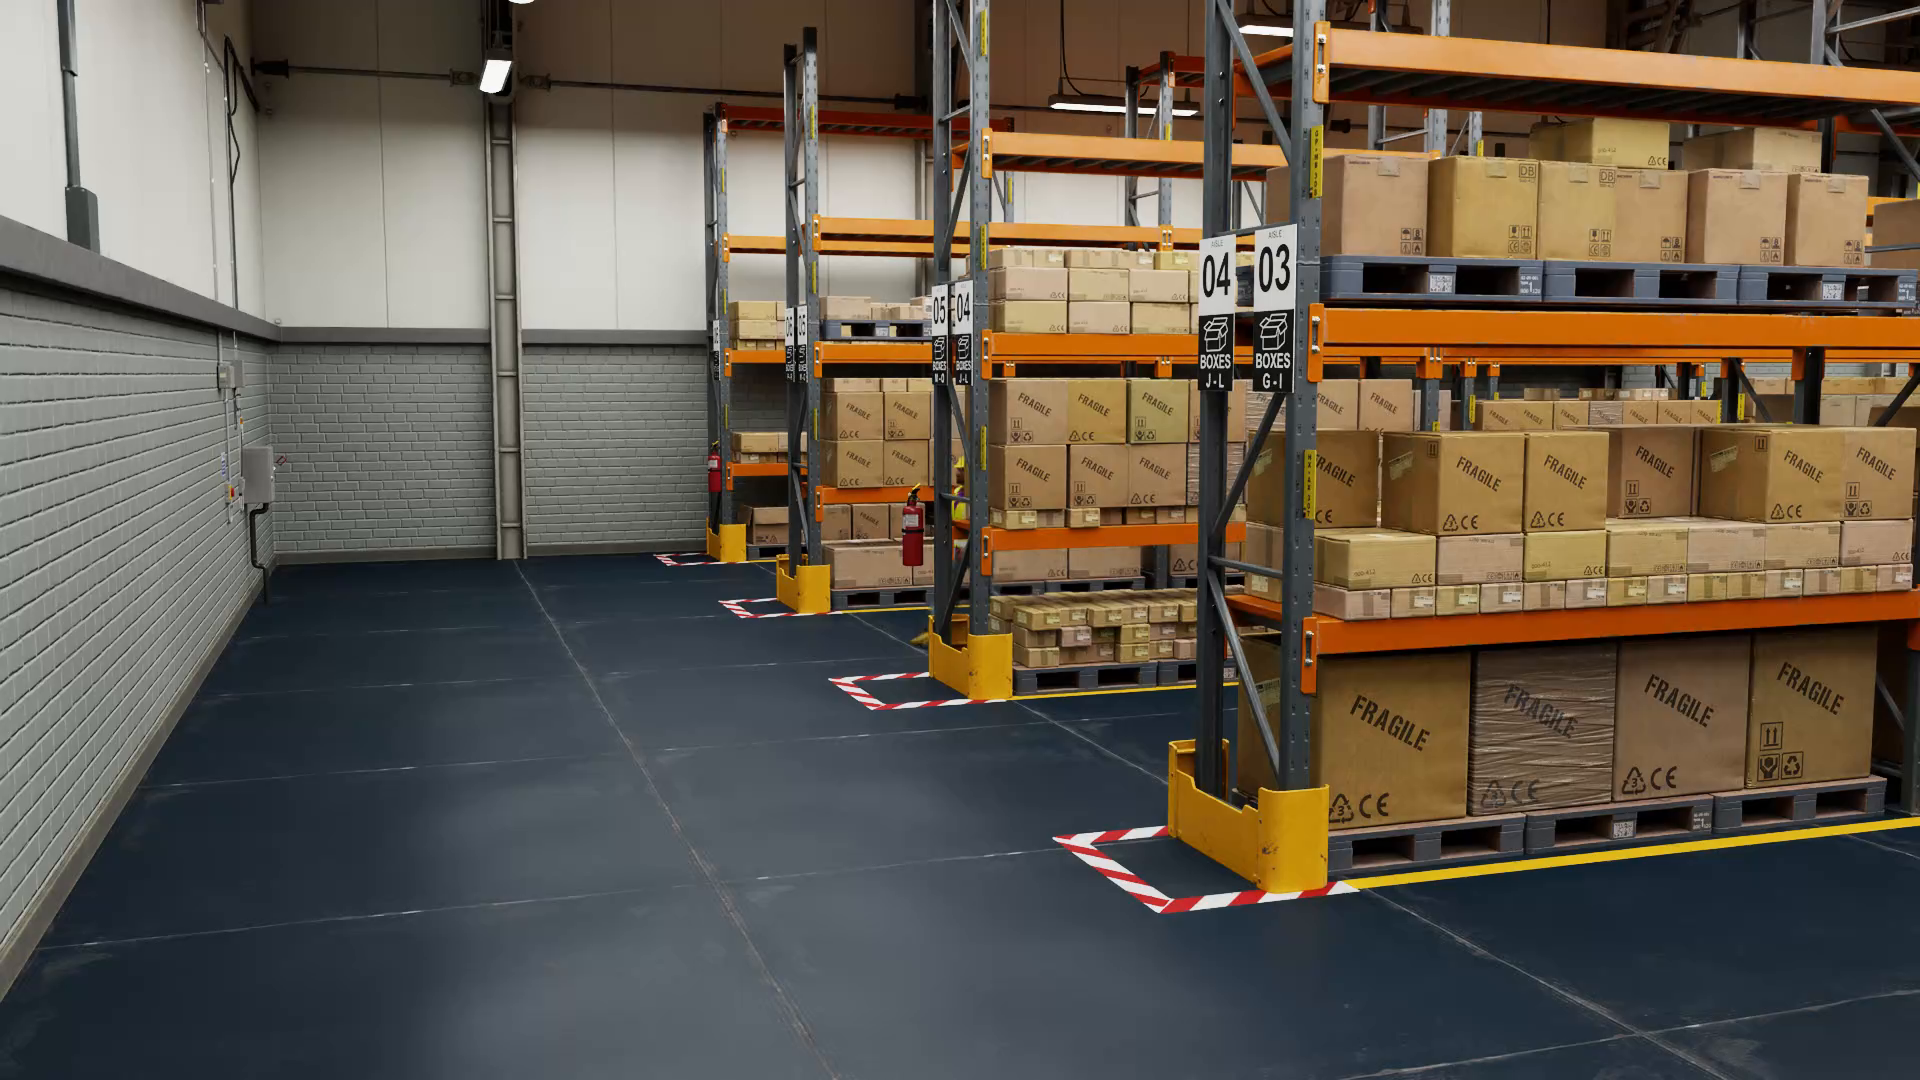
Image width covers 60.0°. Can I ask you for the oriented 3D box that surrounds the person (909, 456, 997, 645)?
[{"bbox_3d":[0.008,0.081,15.236,0.980,1.722,0.583,-5,7,-38],"label":"person"}]
